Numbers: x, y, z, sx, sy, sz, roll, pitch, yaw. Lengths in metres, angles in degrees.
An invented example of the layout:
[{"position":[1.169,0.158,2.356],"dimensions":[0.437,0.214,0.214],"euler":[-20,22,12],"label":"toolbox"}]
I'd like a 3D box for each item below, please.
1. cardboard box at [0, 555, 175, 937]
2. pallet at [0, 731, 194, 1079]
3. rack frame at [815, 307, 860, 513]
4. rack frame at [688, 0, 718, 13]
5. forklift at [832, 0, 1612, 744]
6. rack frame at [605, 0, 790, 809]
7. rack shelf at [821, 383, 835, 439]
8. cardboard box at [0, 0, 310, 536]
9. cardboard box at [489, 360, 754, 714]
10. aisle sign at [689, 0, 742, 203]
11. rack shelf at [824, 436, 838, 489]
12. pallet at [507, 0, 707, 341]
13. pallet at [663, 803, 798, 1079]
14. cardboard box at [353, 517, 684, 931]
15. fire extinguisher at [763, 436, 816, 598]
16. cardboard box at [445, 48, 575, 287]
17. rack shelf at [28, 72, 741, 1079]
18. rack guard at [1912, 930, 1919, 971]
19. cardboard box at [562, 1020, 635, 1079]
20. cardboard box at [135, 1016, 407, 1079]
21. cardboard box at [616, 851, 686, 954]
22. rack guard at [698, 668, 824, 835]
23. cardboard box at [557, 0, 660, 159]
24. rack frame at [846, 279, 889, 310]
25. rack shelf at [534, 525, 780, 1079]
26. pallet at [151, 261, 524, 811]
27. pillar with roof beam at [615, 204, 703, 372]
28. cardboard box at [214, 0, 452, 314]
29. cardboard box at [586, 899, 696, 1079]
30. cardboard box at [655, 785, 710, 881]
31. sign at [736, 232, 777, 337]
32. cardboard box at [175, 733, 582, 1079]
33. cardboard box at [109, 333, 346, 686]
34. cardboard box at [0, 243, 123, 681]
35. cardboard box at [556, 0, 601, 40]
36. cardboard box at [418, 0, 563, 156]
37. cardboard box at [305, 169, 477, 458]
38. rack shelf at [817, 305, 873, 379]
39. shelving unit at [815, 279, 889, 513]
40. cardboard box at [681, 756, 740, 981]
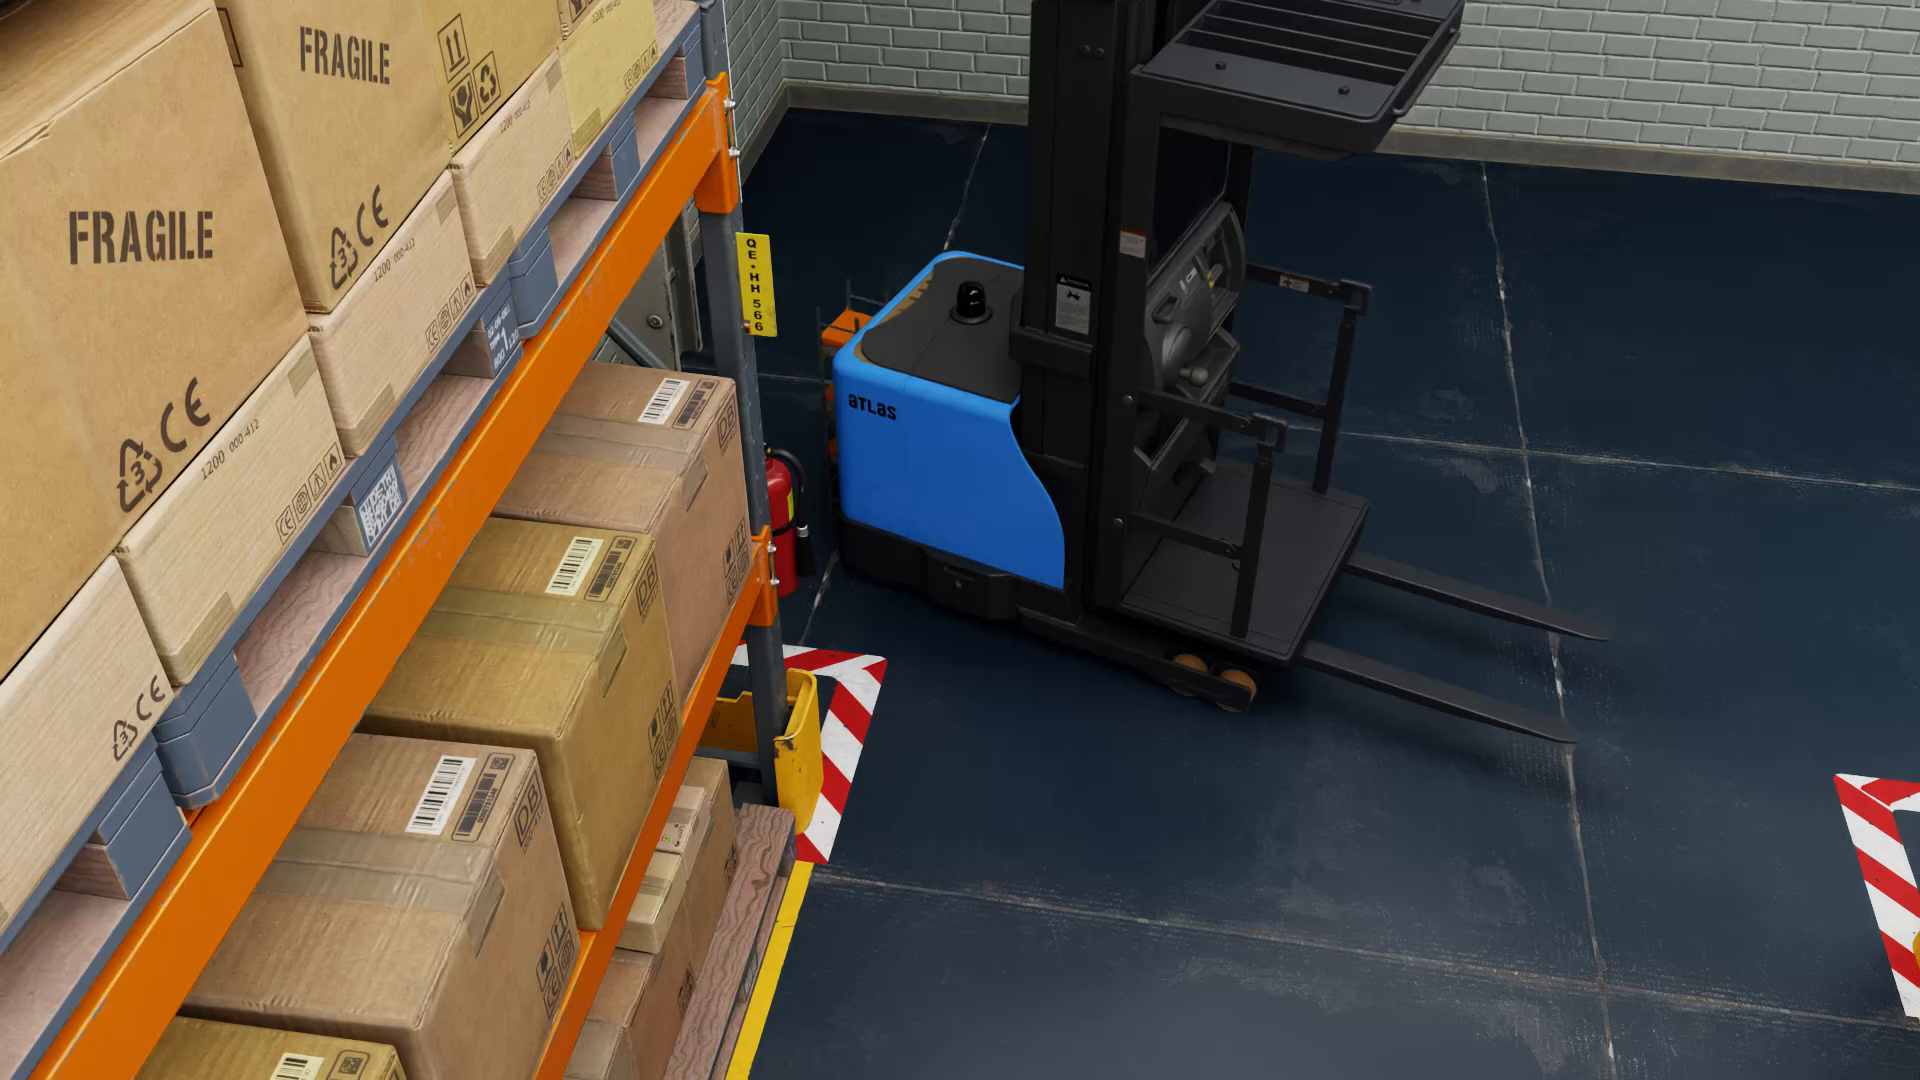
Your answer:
[{"position":[-1.316,0.245,1.956],"dimensions":[0.500,0.250,0.500],"euler":[6,40,7],"label":"cardboard box"},{"position":[-1.646,0.632,1.847],"dimensions":[1.003,0.211,1.213],"euler":[6,40,8],"label":"pallet"},{"position":[-0.495,-0.512,7.045],"dimensions":[0.200,1.050,0.008],"euler":[18,43,21],"label":"rack frame"},{"position":[-1.105,-2.556,3.280],"dimensions":[1.000,3.000,0.127],"euler":[6,40,8],"label":"rack frame"},{"position":[1.037,-0.852,5.981],"dimensions":[3.031,2.935,1.130],"euler":[18,43,21],"label":"forklift"},{"position":[-1.105,-0.244,5.191],"dimensions":[1.000,3.000,0.127],"euler":[6,40,8],"label":"rack frame"},{"position":[-0.439,-0.573,7.135],"dimensions":[0.215,0.259,0.240],"euler":[18,43,21],"label":"rack shelf"},{"position":[-1.235,-0.372,2.113],"dimensions":[0.500,0.500,0.500],"euler":[7,40,8],"label":"cardboard box"},{"position":[-1.184,-0.039,4.707],"dimensions":[0.980,0.700,0.700],"euler":[8,40,10],"label":"cardboard box"},{"position":[-0.797,-1.258,4.378],"dimensions":[0.394,0.787,0.004],"euler":[6,40,8],"label":"aisle sign"},{"position":[-0.439,-0.358,7.312],"dimensions":[0.215,0.259,0.240],"euler":[18,43,21],"label":"rack shelf"},{"position":[-1.223,-0.899,3.699],"dimensions":[1.003,0.211,1.213],"euler":[6,40,8],"label":"pallet"},{"position":[-1.167,1.341,5.463],"dimensions":[1.003,0.211,1.213],"euler":[6,40,8],"label":"pallet"},{"position":[-1.299,0.419,4.154],"dimensions":[0.980,0.700,0.700],"euler":[6,40,7],"label":"cardboard box"},{"position":[-0.625,-0.115,5.388],"dimensions":[0.296,0.674,0.183],"euler":[6,40,8],"label":"fire extinguisher"},{"position":[-1.060,-0.727,3.131],"dimensions":[0.500,0.250,0.500],"euler":[5,40,6],"label":"cardboard box"},{"position":[-1.451,0.132,2.947],"dimensions":[1.077,0.370,4.000],"euler":[6,40,8],"label":"rack shelf"},{"position":[3.761,1.311,5.272],"dimensions":[1.175,0.500,0.348],"euler":[6,40,8],"label":"rack guard"},{"position":[-1.301,1.637,4.548],"dimensions":[0.700,0.500,0.500],"euler":[5,40,6],"label":"cardboard box"},{"position":[-1.556,1.354,3.023],"dimensions":[0.980,0.700,0.700],"euler":[5,40,7],"label":"cardboard box"},{"position":[-1.014,1.019,4.787],"dimensions":[0.380,0.149,0.250],"euler":[7,40,9],"label":"cardboard box"},{"position":[-1.101,0.704,6.006],"dimensions":[1.175,0.500,0.348],"euler":[6,40,8],"label":"rack guard"},{"position":[-0.971,-1.054,3.526],"dimensions":[0.500,0.250,0.500],"euler":[8,40,9],"label":"cardboard box"},{"position":[-0.384,-0.650,7.212],"dimensions":[0.200,1.050,0.008],"euler":[18,43,21],"label":"rack frame"},{"position":[-1.451,1.288,3.903],"dimensions":[1.077,0.370,4.000],"euler":[6,40,8],"label":"rack shelf"},{"position":[-1.432,-0.132,2.771],"dimensions":[1.003,0.211,1.213],"euler":[6,40,8],"label":"pallet"},{"position":[2.750,-3.872,4.871],"dimensions":[9.100,9.000,0.400],"euler":[6,40,8],"label":"pillar with roof beam"},{"position":[-1.143,-0.701,2.511],"dimensions":[0.500,0.500,0.500],"euler":[5,40,6],"label":"cardboard box"},{"position":[-1.214,1.322,4.930],"dimensions":[0.700,0.500,0.500],"euler":[6,40,8],"label":"cardboard box"},{"position":[-0.971,0.858,4.981],"dimensions":[0.380,0.149,0.250],"euler":[6,40,7],"label":"cardboard box"},{"position":[-0.573,-0.713,4.664],"dimensions":[0.100,0.325,0.005],"euler":[6,40,8],"label":"sign"},{"position":[-1.440,0.897,3.576],"dimensions":[0.980,0.700,0.700],"euler":[5,40,6],"label":"cardboard box"},{"position":[-1.235,-0.078,2.346],"dimensions":[0.500,0.250,0.500],"euler":[5,40,6],"label":"cardboard box"},{"position":[-1.315,-0.061,1.737],"dimensions":[0.500,0.500,0.500],"euler":[6,40,7],"label":"cardboard box"},{"position":[-0.963,-1.343,3.287],"dimensions":[0.500,0.500,0.500],"euler":[6,40,8],"label":"cardboard box"},{"position":[-1.061,-1.030,2.908],"dimensions":[0.500,0.500,0.500],"euler":[8,40,9],"label":"cardboard box"},{"position":[-1.145,-0.400,2.736],"dimensions":[0.500,0.250,0.500],"euler":[5,40,6],"label":"cardboard box"},{"position":[-0.440,-0.791,6.954],"dimensions":[0.215,0.259,0.240],"euler":[18,43,21],"label":"rack shelf"},{"position":[-0.439,-0.581,7.128],"dimensions":[0.215,1.050,0.252],"euler":[18,43,21],"label":"shelving unit"},{"position":[-1.128,1.008,5.309],"dimensions":[0.700,0.500,0.500],"euler":[6,40,8],"label":"cardboard box"}]
